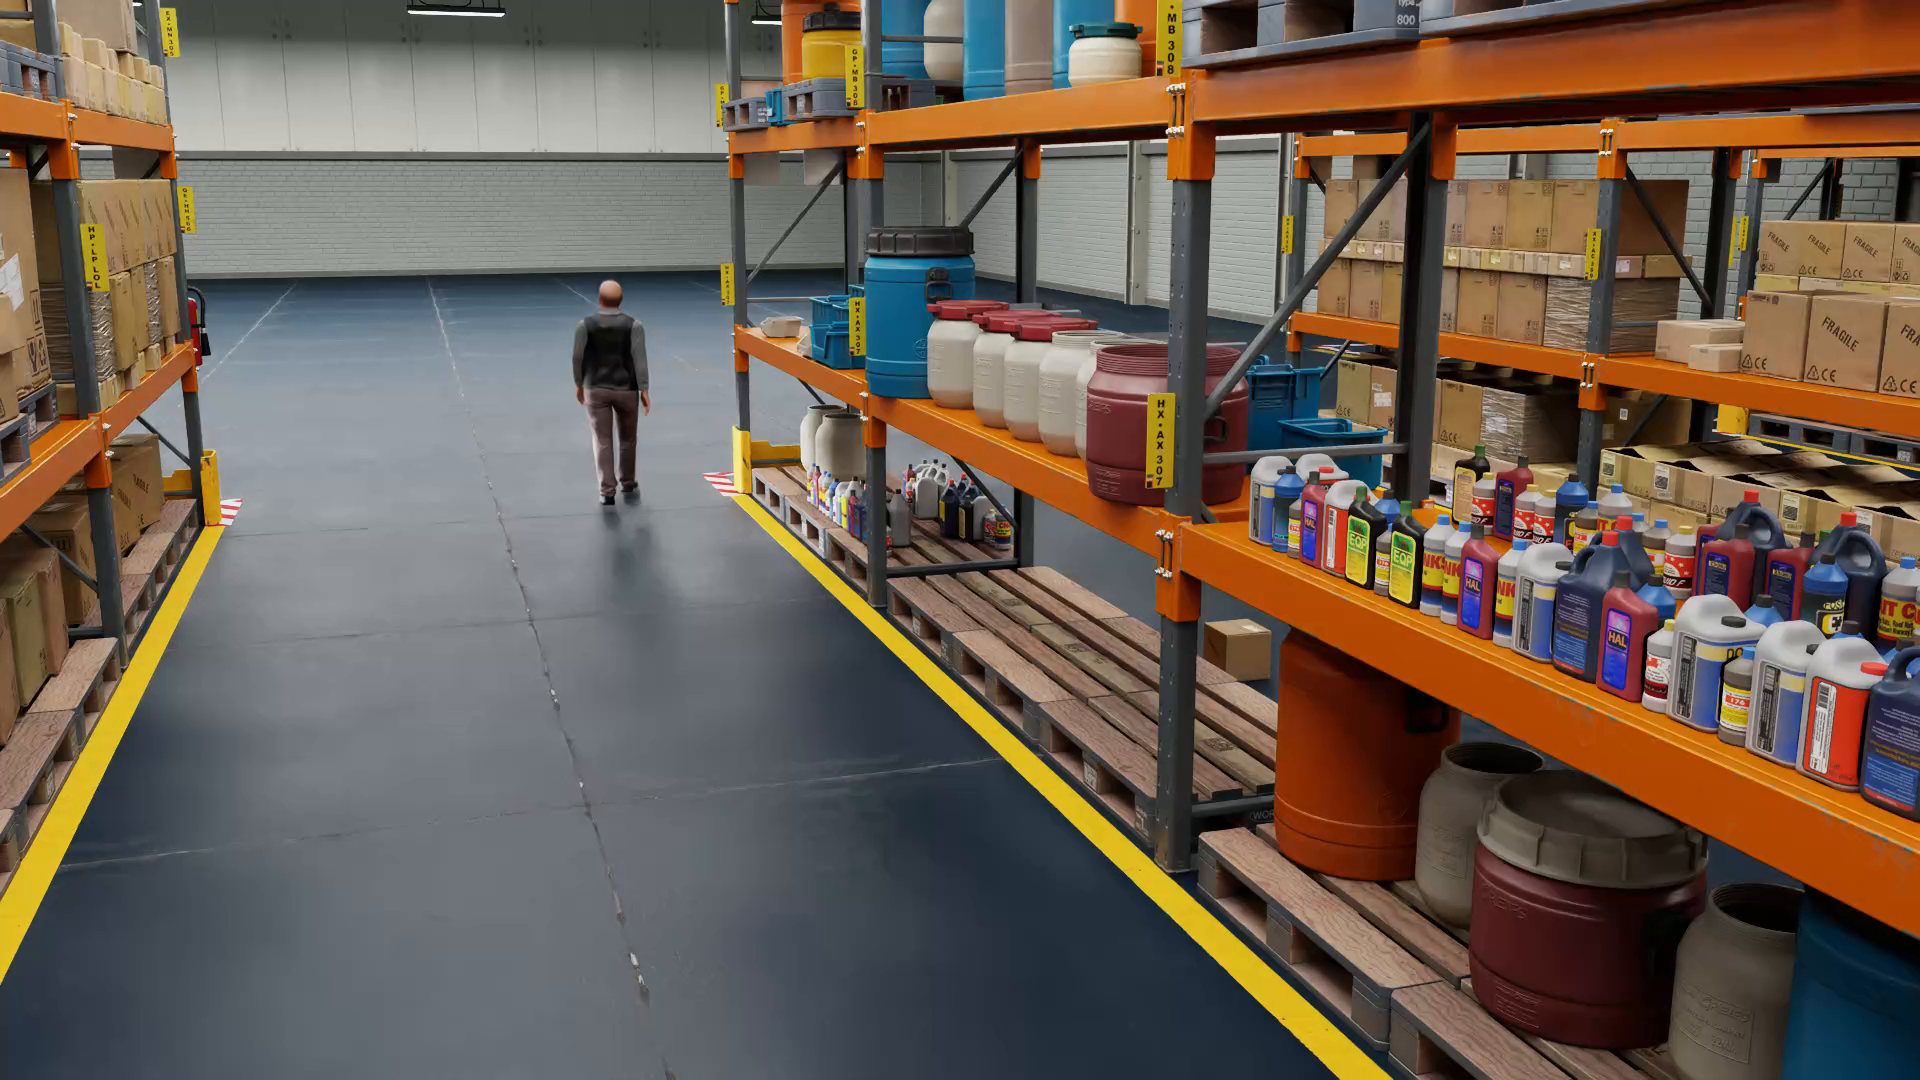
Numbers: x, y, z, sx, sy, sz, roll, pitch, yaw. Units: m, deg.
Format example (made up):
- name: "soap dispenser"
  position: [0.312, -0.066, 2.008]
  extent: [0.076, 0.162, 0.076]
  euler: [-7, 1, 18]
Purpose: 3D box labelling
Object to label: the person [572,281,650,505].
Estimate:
- name: "person"
  position: [-2.680, -1.146, 12.747]
  extent: [0.554, 1.676, 0.970]
  euler: [-4, 13, -16]
